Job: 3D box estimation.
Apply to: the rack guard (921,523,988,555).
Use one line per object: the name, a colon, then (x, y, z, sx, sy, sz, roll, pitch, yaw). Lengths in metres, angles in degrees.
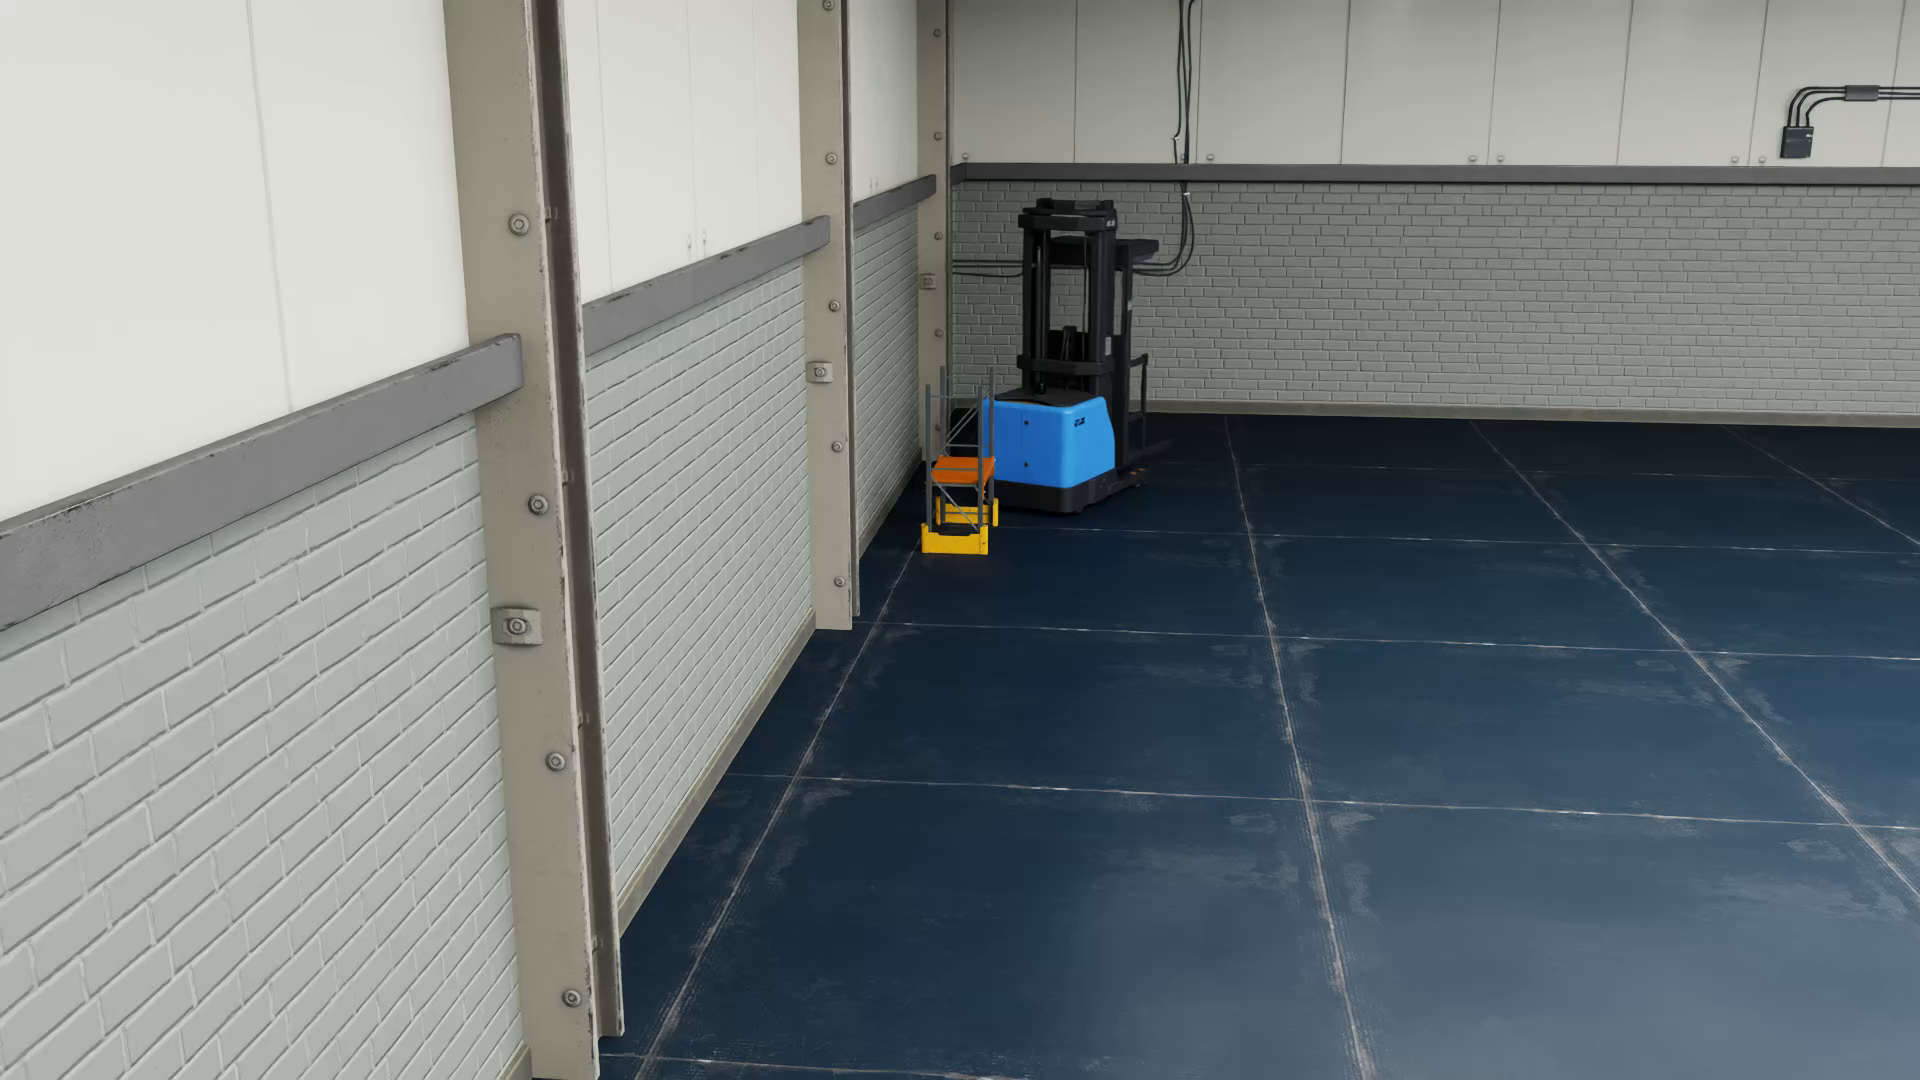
rack guard: (-0.048, -0.011, 14.725, 0.587, 0.250, 0.087, 2, 15, 6)

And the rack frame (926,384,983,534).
rack frame: (-0.048, -0.614, 14.561, 0.500, 1.500, 0.032, 2, 15, 6)

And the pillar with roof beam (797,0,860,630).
pillar with roof beam: (3.317, -3.590, 11.197, 9.100, 9.000, 0.400, 2, 15, 6)

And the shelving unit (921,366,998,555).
shelving unit: (0.009, -0.744, 15.039, 0.587, 1.500, 1.083, 2, 15, 6)

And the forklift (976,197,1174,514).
forklift: (1.327, -2.005, 16.962, 1.130, 2.935, 3.031, 8, 17, 28)

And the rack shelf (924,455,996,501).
rack shelf: (0.010, -0.572, 15.095, 0.538, 0.185, 1.000, 2, 15, 6)

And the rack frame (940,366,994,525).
rack frame: (0.067, -0.878, 15.536, 0.500, 1.500, 0.032, 2, 15, 6)

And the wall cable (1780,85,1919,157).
wall cable: (10.794, -7.356, 18.610, 2.305, 6.003, 0.169, 2, 15, 6)

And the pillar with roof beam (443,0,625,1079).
pillar with roof beam: (2.640, -2.033, 5.442, 9.100, 9.000, 0.400, 2, 15, 6)

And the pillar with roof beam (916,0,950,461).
pillar with roof beam: (3.994, -5.146, 16.952, 9.100, 9.000, 0.400, 2, 15, 6)

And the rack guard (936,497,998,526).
rack guard: (0.065, -0.270, 15.680, 0.587, 0.250, 0.087, 2, 15, 6)

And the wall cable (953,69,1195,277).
wall cable: (1.363, -4.499, 20.508, 3.097, 2.526, 0.112, 2, 15, 6)

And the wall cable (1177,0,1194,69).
wall cable: (4.051, -6.857, 19.554, 3.097, 2.526, 0.112, 2, 15, 6)
